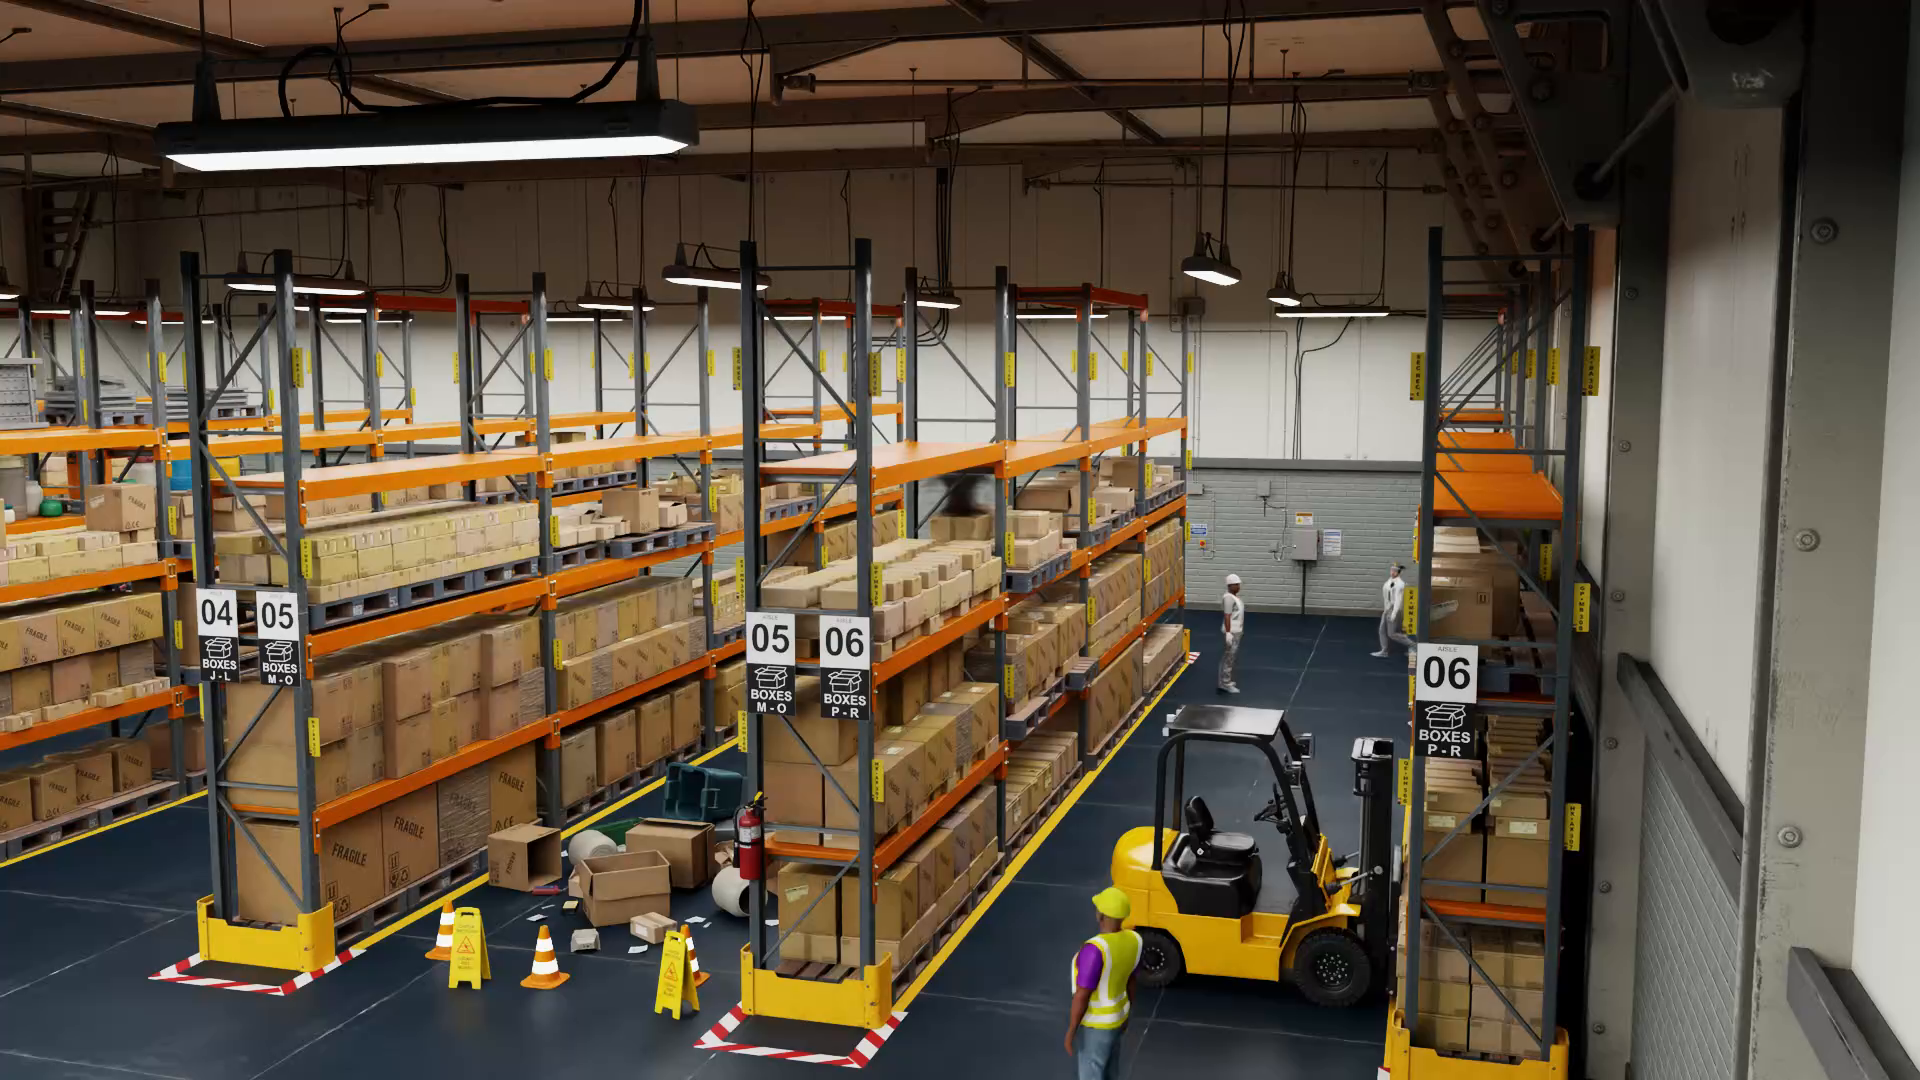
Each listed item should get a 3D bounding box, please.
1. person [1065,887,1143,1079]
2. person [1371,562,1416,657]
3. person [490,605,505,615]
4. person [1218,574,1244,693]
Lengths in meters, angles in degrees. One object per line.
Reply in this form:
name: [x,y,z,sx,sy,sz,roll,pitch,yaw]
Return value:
person: [0.930,3.100,10.672,0.419,1.793,0.613,3,7,22]
person: [7.377,1.191,28.121,0.748,1.649,0.530,1,6,8]
person: [-6.431,1.691,23.026,0.484,1.733,0.981,3,7,22]
person: [4.165,1.424,25.577,0.383,1.810,0.636,1,6,10]
